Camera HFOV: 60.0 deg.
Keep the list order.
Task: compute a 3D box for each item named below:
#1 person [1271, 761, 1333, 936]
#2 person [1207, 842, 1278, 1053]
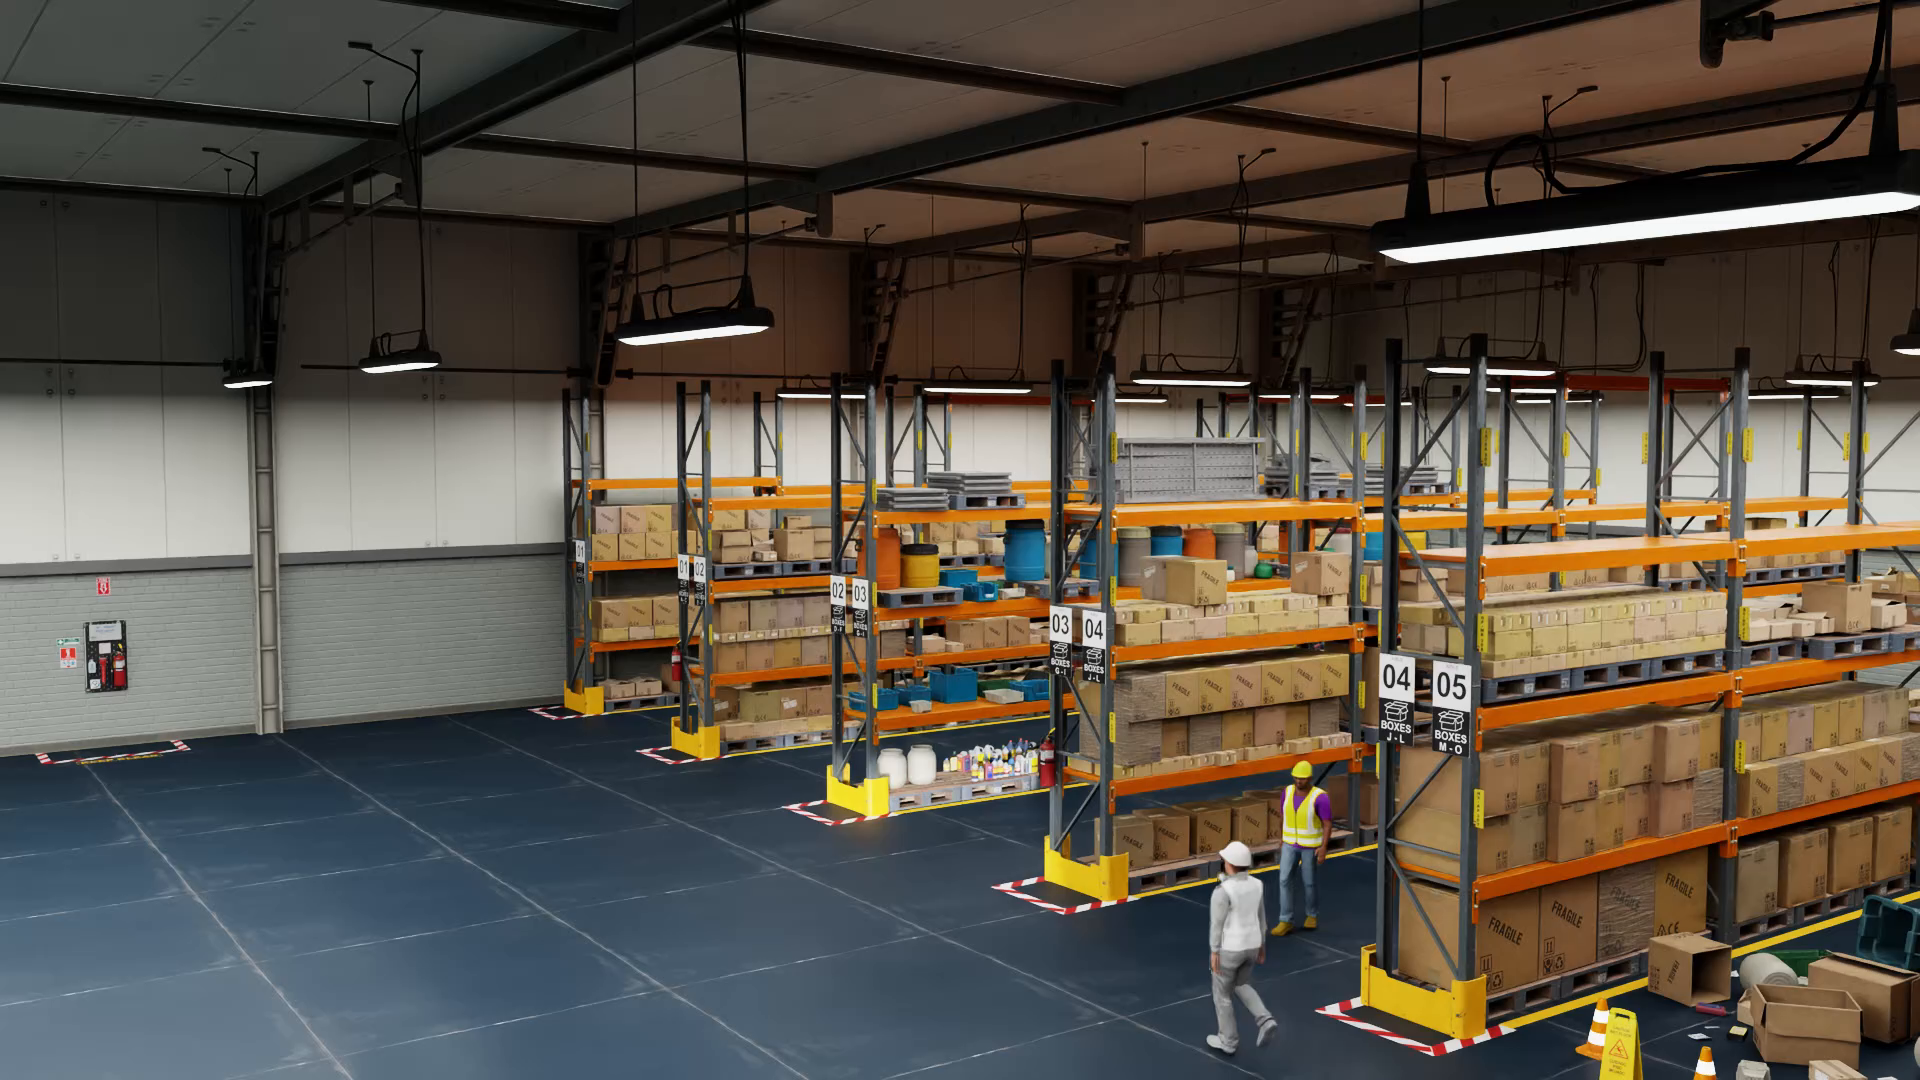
[{"bbox_3d":[3.540,3.175,17.217,0.625,1.776,0.679,3,5,37],"label":"person"},{"bbox_3d":[2.314,3.381,13.783,0.546,1.764,0.606,-3,5,-38],"label":"person"}]
